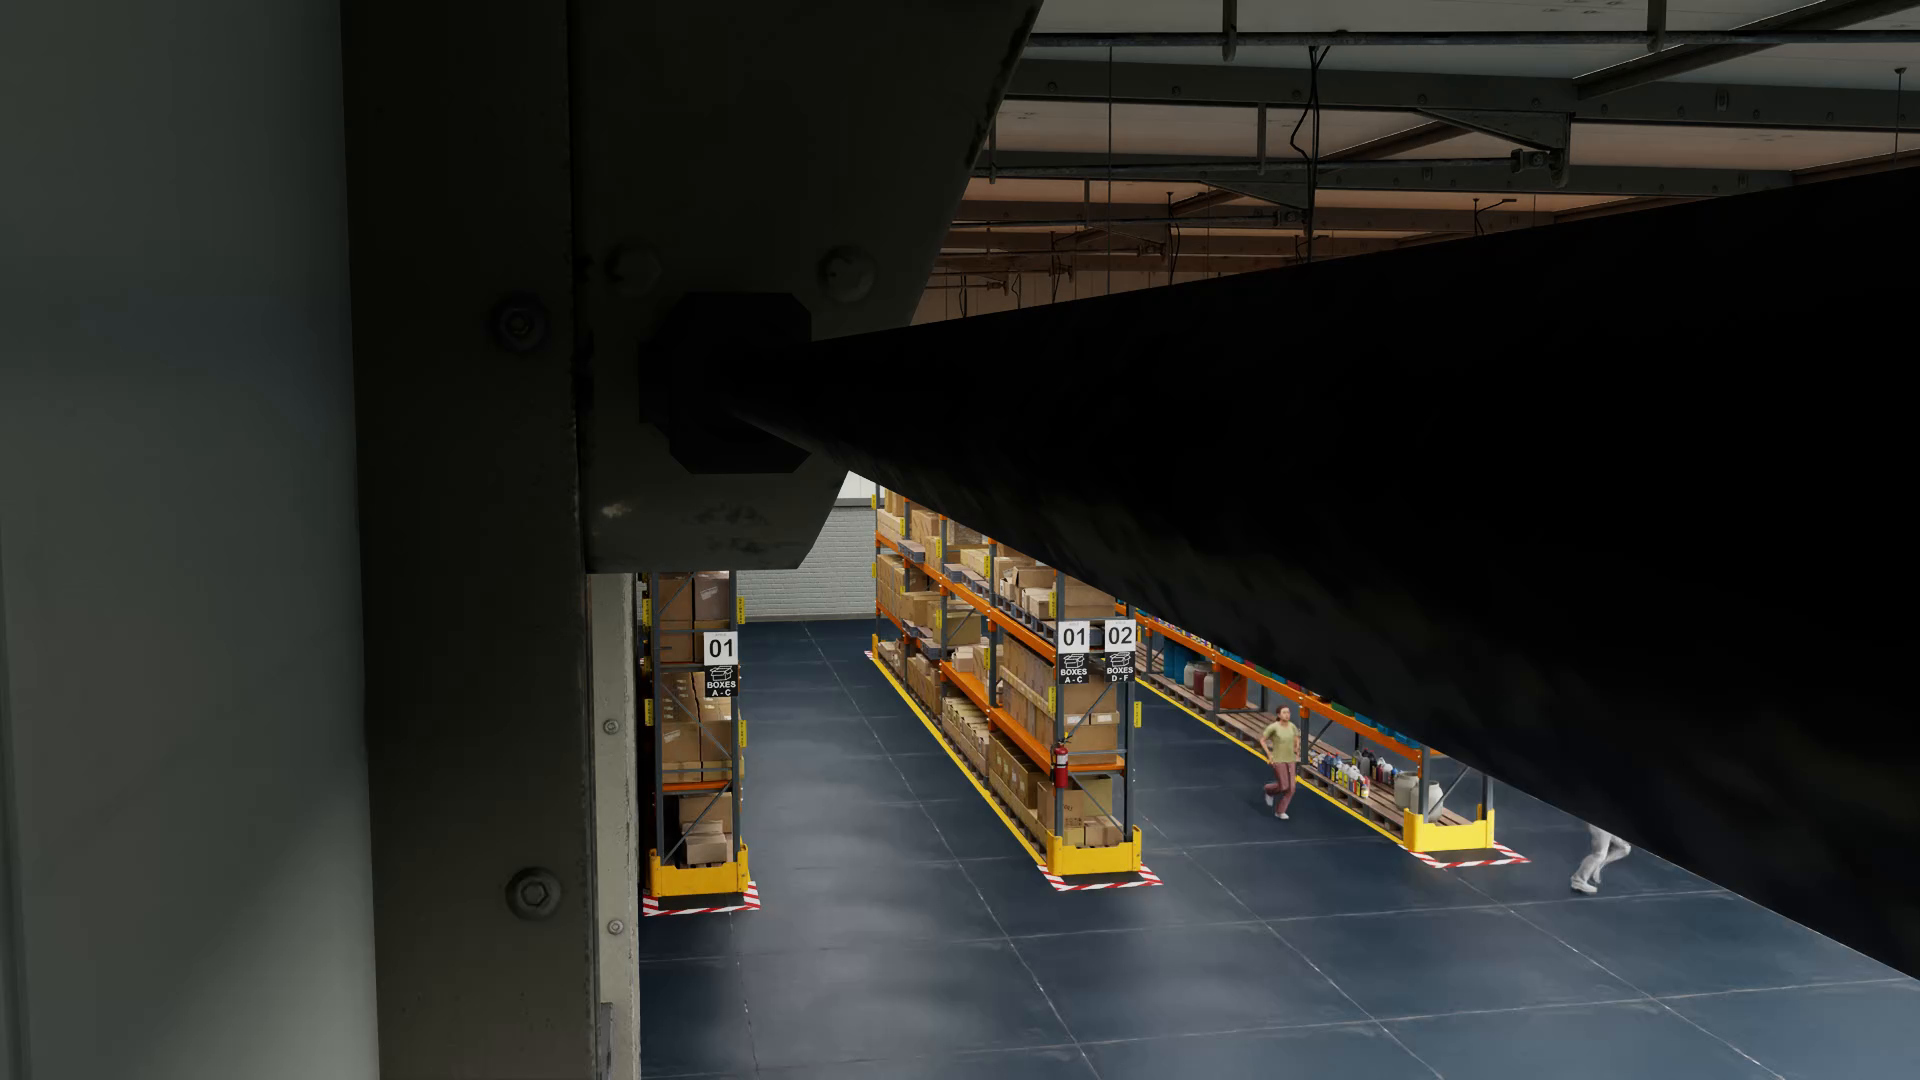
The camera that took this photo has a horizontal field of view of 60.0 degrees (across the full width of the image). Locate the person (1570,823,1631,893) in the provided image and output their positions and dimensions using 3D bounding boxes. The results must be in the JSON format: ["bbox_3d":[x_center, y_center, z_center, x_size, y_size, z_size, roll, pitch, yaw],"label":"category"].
[{"bbox_3d":[7.819,3.400,20.118,0.752,1.731,0.683,3,6,24],"label":"person"}]

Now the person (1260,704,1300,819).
[{"bbox_3d":[4.550,3.120,23.471,0.580,1.621,0.558,-2,6,-19],"label":"person"}]
